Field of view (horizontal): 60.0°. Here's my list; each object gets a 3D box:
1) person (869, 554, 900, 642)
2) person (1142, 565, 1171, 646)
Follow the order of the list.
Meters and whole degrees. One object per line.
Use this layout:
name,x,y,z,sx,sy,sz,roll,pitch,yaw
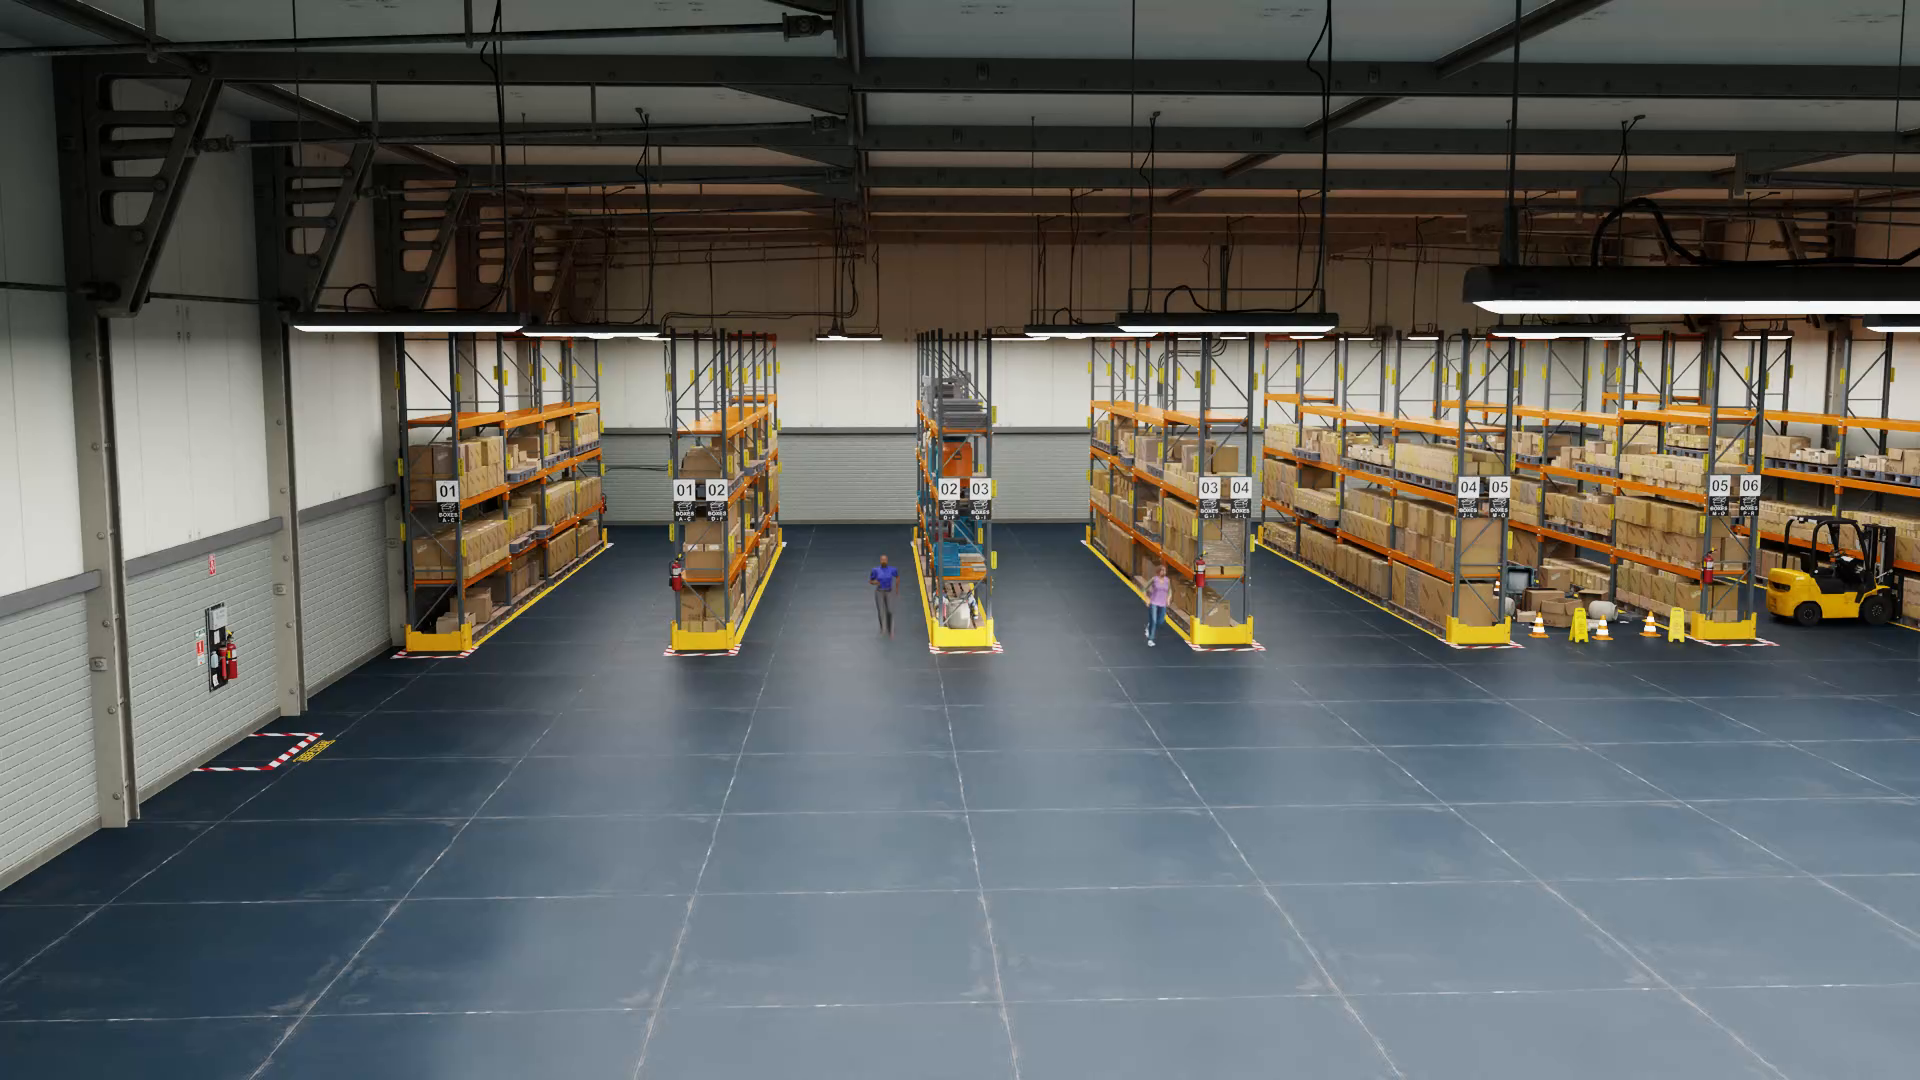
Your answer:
person,-1.477,1.102,32.429,0.603,1.693,0.803,0,7,-1
person,3.753,1.233,31.693,0.587,1.534,0.581,-1,7,-11
